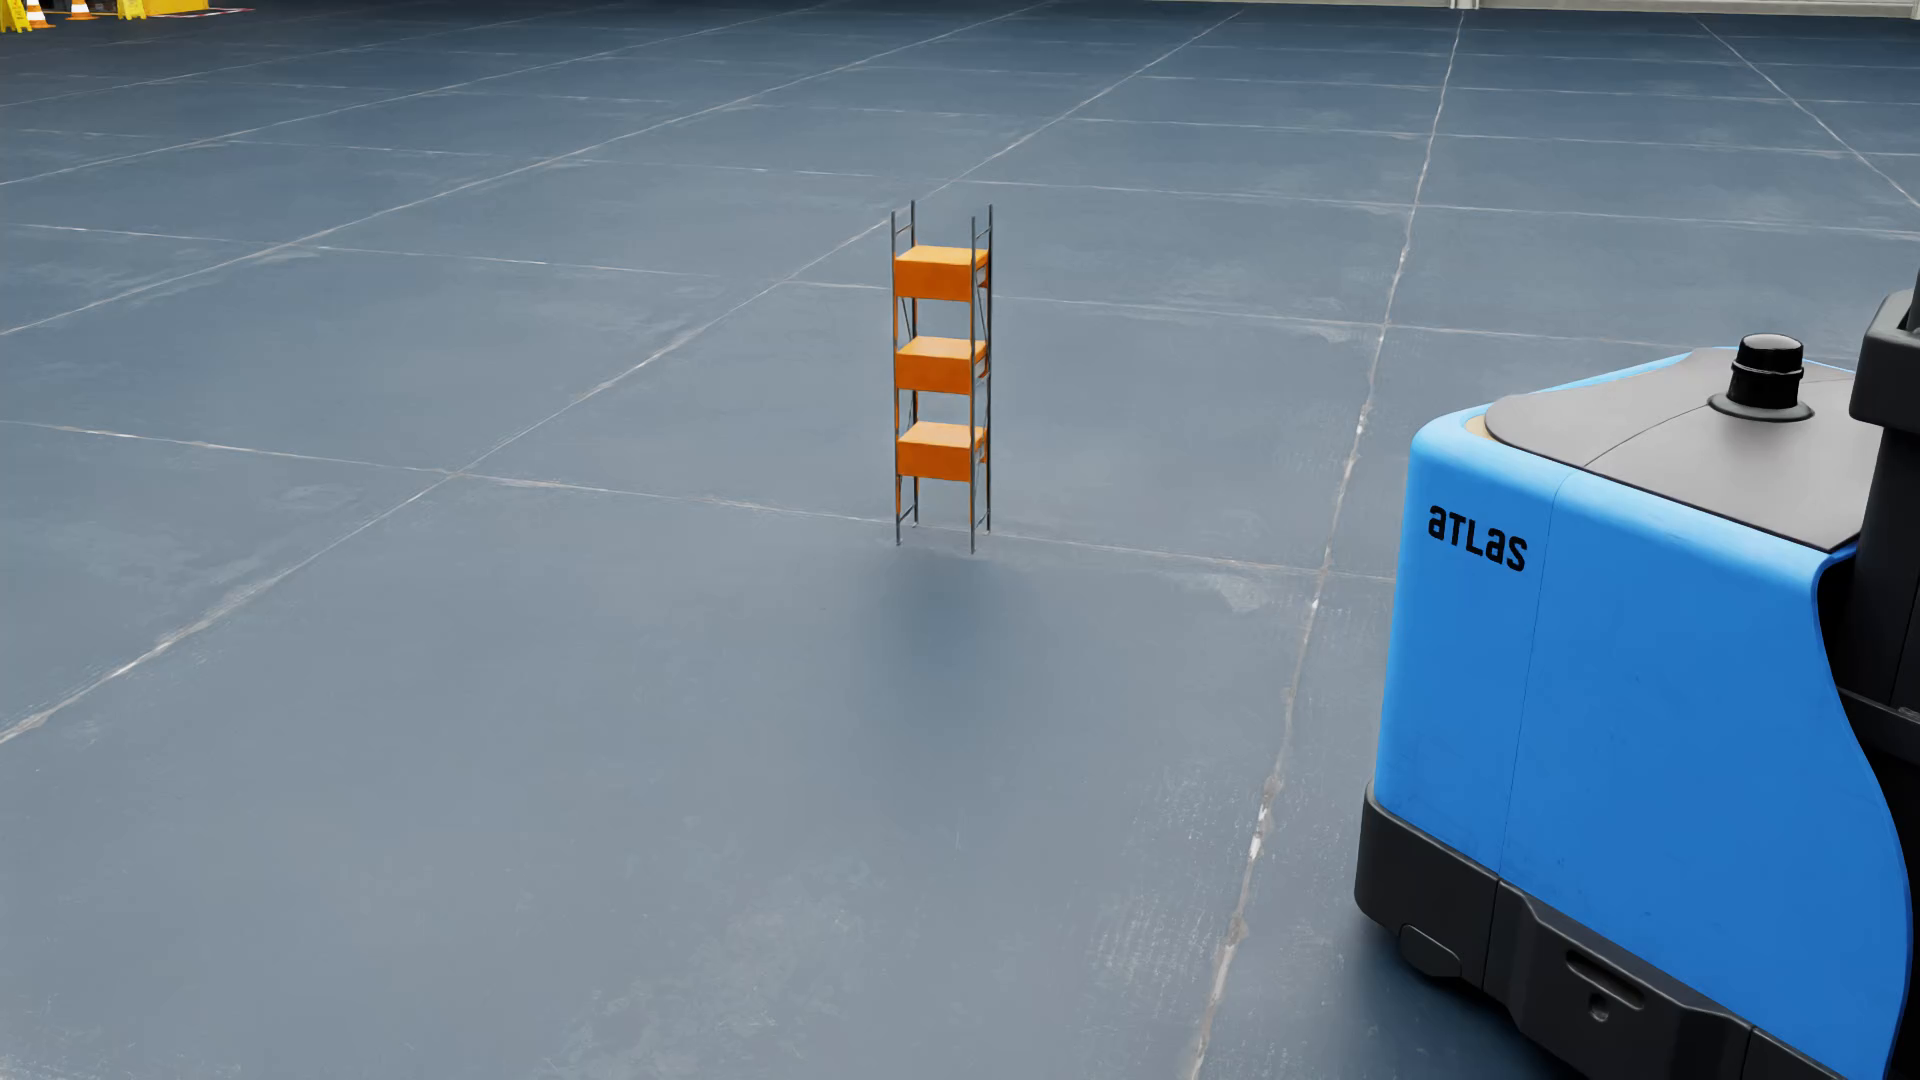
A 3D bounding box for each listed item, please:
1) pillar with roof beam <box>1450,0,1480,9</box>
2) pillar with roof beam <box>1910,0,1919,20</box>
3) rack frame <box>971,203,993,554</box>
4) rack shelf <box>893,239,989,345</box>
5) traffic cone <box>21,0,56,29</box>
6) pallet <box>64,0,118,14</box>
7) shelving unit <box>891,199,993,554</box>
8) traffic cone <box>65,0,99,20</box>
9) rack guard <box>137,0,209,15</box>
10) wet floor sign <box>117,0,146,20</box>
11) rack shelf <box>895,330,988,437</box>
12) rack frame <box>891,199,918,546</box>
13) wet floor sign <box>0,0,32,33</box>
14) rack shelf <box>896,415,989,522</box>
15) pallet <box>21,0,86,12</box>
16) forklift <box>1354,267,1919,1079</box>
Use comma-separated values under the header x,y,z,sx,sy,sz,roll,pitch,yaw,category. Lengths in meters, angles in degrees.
x,y,z,sx,sy,sz,roll,pitch,yaw,category
6.015,-10.249,18.399,0.400,9.000,9.100,7,23,16,pillar with roof beam
11.759,-9.591,16.795,0.400,9.000,9.100,7,23,16,pillar with roof beam
0.066,-0.478,5.052,0.008,1.050,0.200,7,23,16,rack frame
-0.051,-0.744,4.981,0.240,0.259,0.215,7,23,16,rack shelf
-11.778,-6.767,21.159,0.334,0.463,0.336,7,23,16,traffic cone
-11.839,-7.623,23.577,1.213,0.211,1.003,7,23,16,pallet
-0.051,-0.492,5.085,0.252,1.050,0.215,7,23,16,shelving unit
-11.783,-7.208,22.233,0.334,0.463,0.336,7,23,16,traffic cone
-11.071,-7.655,23.274,0.348,0.500,1.175,7,23,16,rack guard
-11.126,-7.304,22.227,0.232,0.644,0.267,16,27,34,wet floor sign
-0.051,-0.482,5.089,0.240,0.259,0.215,7,23,16,rack shelf
-0.168,-0.505,5.118,0.008,1.050,0.200,7,23,16,rack frame
-11.732,-6.621,20.560,0.232,0.644,0.267,3,22,6,wet floor sign
-0.051,-0.225,5.195,0.240,0.259,0.215,7,23,16,rack shelf
-13.003,-7.758,23.905,1.213,0.211,1.003,7,23,16,pallet
2.029,-0.214,1.928,1.130,2.935,3.031,-14,26,-31,forklift
